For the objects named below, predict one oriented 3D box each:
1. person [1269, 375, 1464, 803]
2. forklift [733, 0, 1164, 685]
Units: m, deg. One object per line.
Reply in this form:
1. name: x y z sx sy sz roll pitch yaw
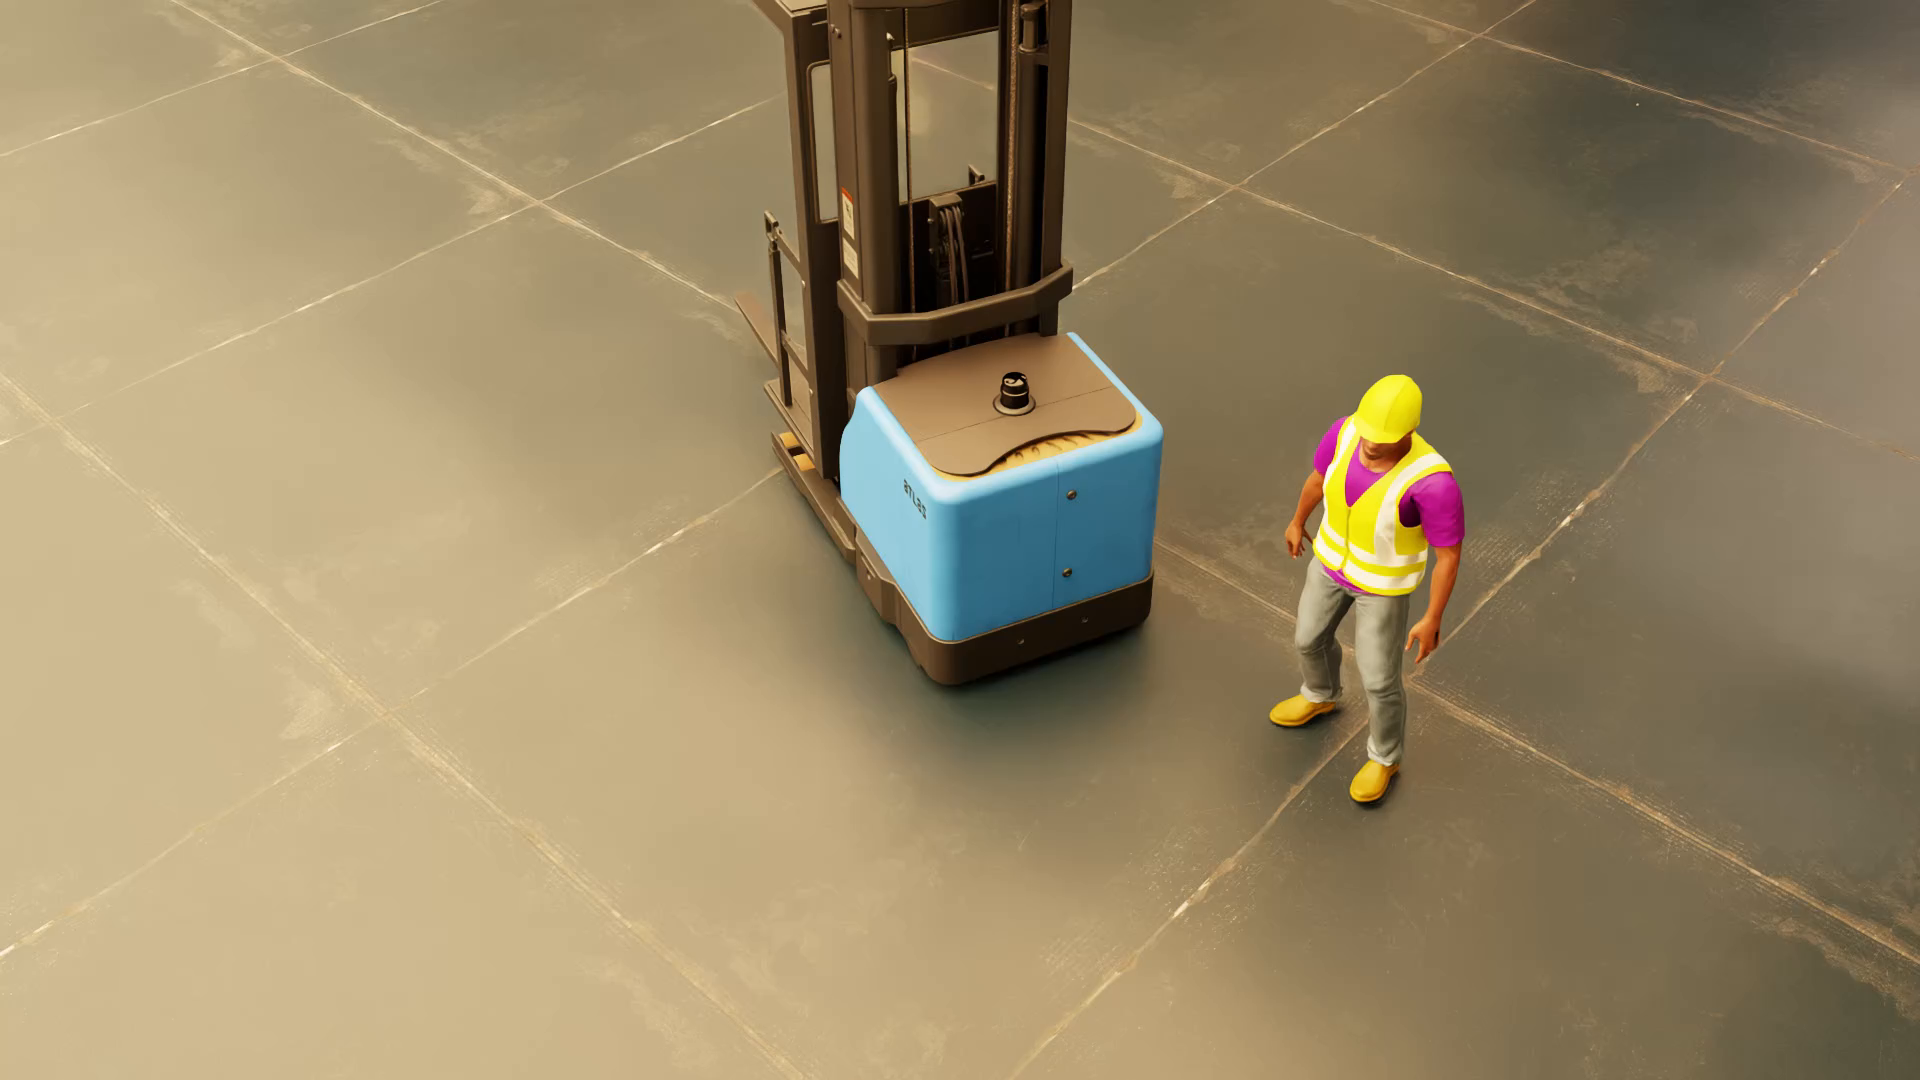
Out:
1. person: 1.494 0.122 6.196 0.413 1.749 0.787 -28 48 -29
2. forklift: -0.261 -1.472 7.144 1.130 2.935 3.031 -17 43 -19
